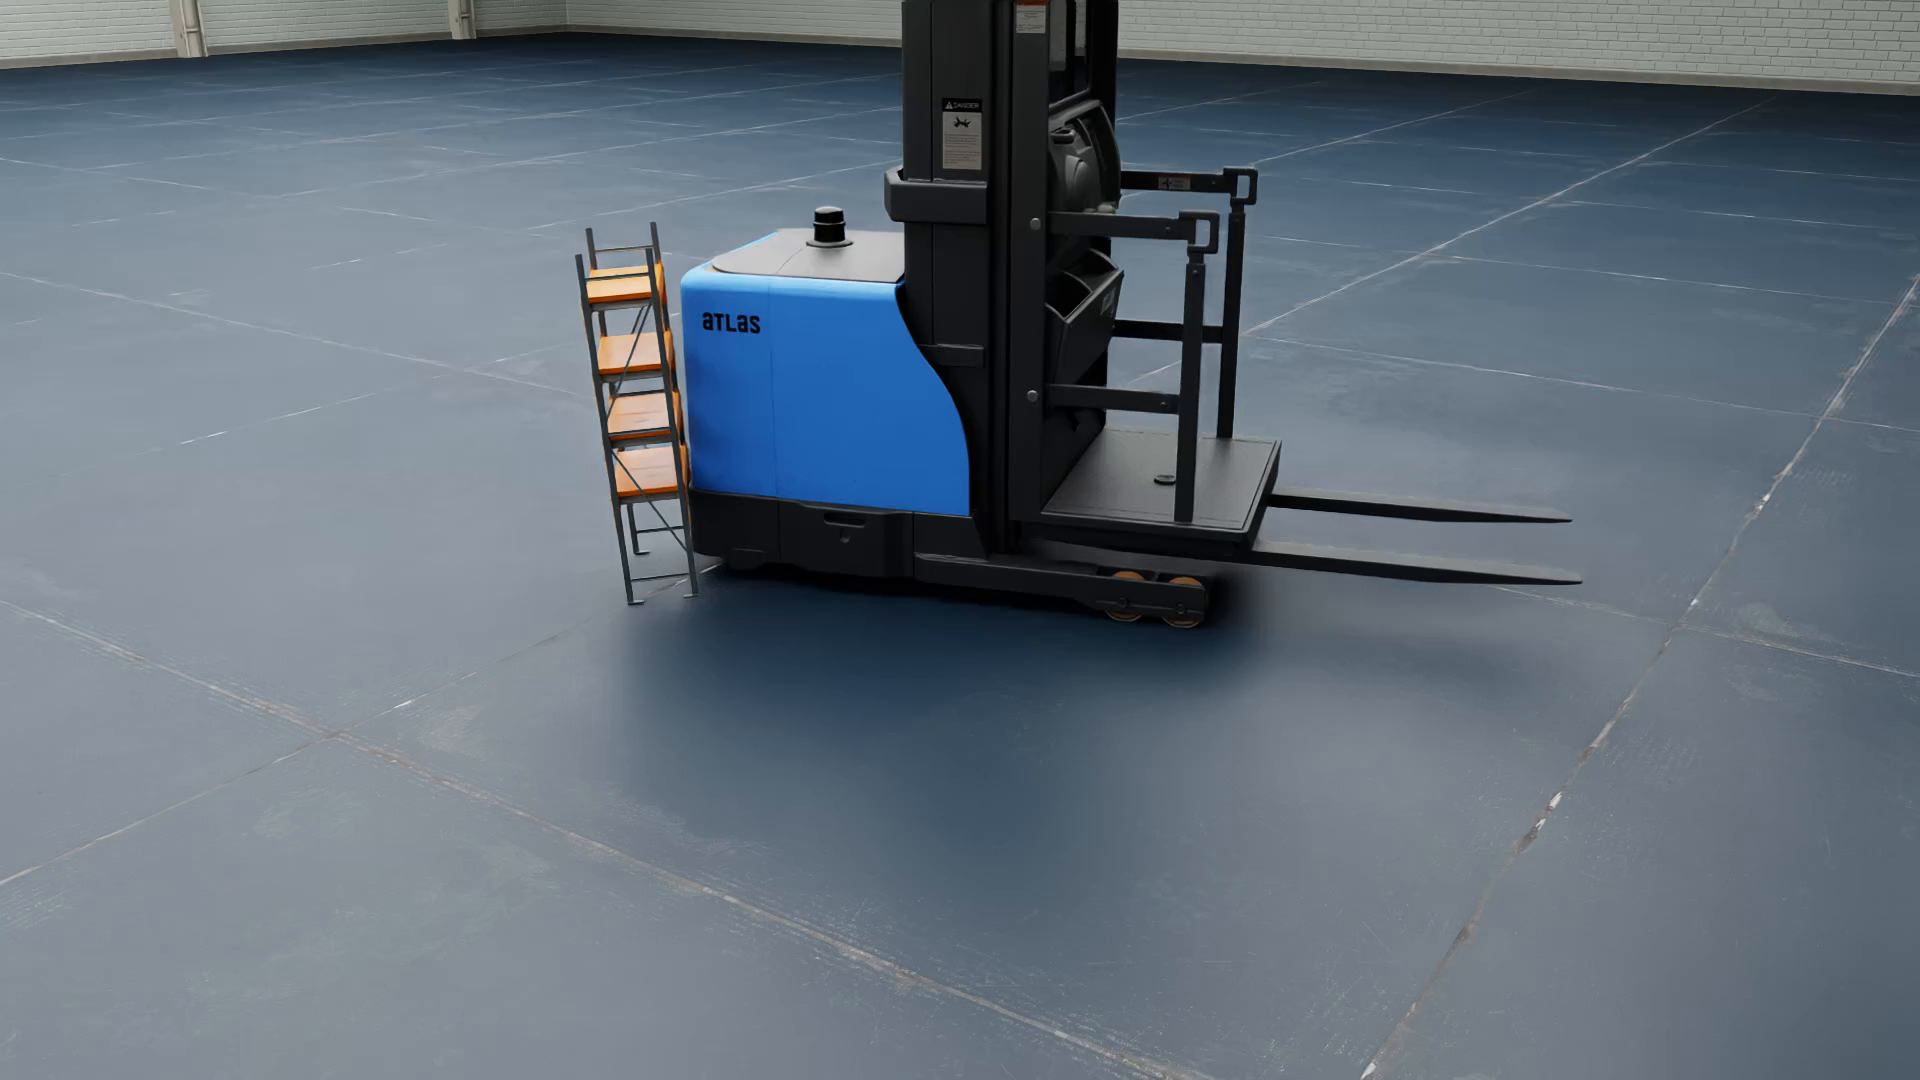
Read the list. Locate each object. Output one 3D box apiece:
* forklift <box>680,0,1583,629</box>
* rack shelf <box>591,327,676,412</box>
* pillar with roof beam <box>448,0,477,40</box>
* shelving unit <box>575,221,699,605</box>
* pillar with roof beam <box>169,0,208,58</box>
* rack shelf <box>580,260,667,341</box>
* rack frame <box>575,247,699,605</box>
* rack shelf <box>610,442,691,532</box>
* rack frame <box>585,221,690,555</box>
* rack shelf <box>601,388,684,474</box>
[{"bbox_3d":[0.608,-1.288,5.523,3.031,2.935,1.130,6,21,15],"label":"forklift"},{"bbox_3d":[-1.100,-0.584,5.641,0.258,0.148,0.480,-7,21,-6],"label":"rack shelf"},{"bbox_3d":[-6.539,-13.588,30.029,9.100,9.000,0.400,13,24,32],"label":"pillar with roof beam"},{"bbox_3d":[-1.089,-0.438,5.696,0.258,1.200,0.503,-7,21,-6],"label":"shelving unit"},{"bbox_3d":[-9.912,-11.867,25.375,9.100,9.000,0.400,13,24,32],"label":"pillar with roof beam"},{"bbox_3d":[-1.116,-0.805,5.557,0.258,0.148,0.480,-7,21,-6],"label":"rack shelf"},{"bbox_3d":[-1.054,-0.355,5.470,0.240,1.200,0.015,-7,21,-6],"label":"rack frame"},{"bbox_3d":[-1.071,-0.191,5.791,0.258,0.148,0.480,-7,21,-6],"label":"rack shelf"},{"bbox_3d":[-1.124,-0.522,5.923,0.240,1.200,0.015,-7,21,-6],"label":"rack frame"},{"bbox_3d":[-1.084,-0.376,5.720,0.258,0.148,0.480,-7,21,-6],"label":"rack shelf"}]
